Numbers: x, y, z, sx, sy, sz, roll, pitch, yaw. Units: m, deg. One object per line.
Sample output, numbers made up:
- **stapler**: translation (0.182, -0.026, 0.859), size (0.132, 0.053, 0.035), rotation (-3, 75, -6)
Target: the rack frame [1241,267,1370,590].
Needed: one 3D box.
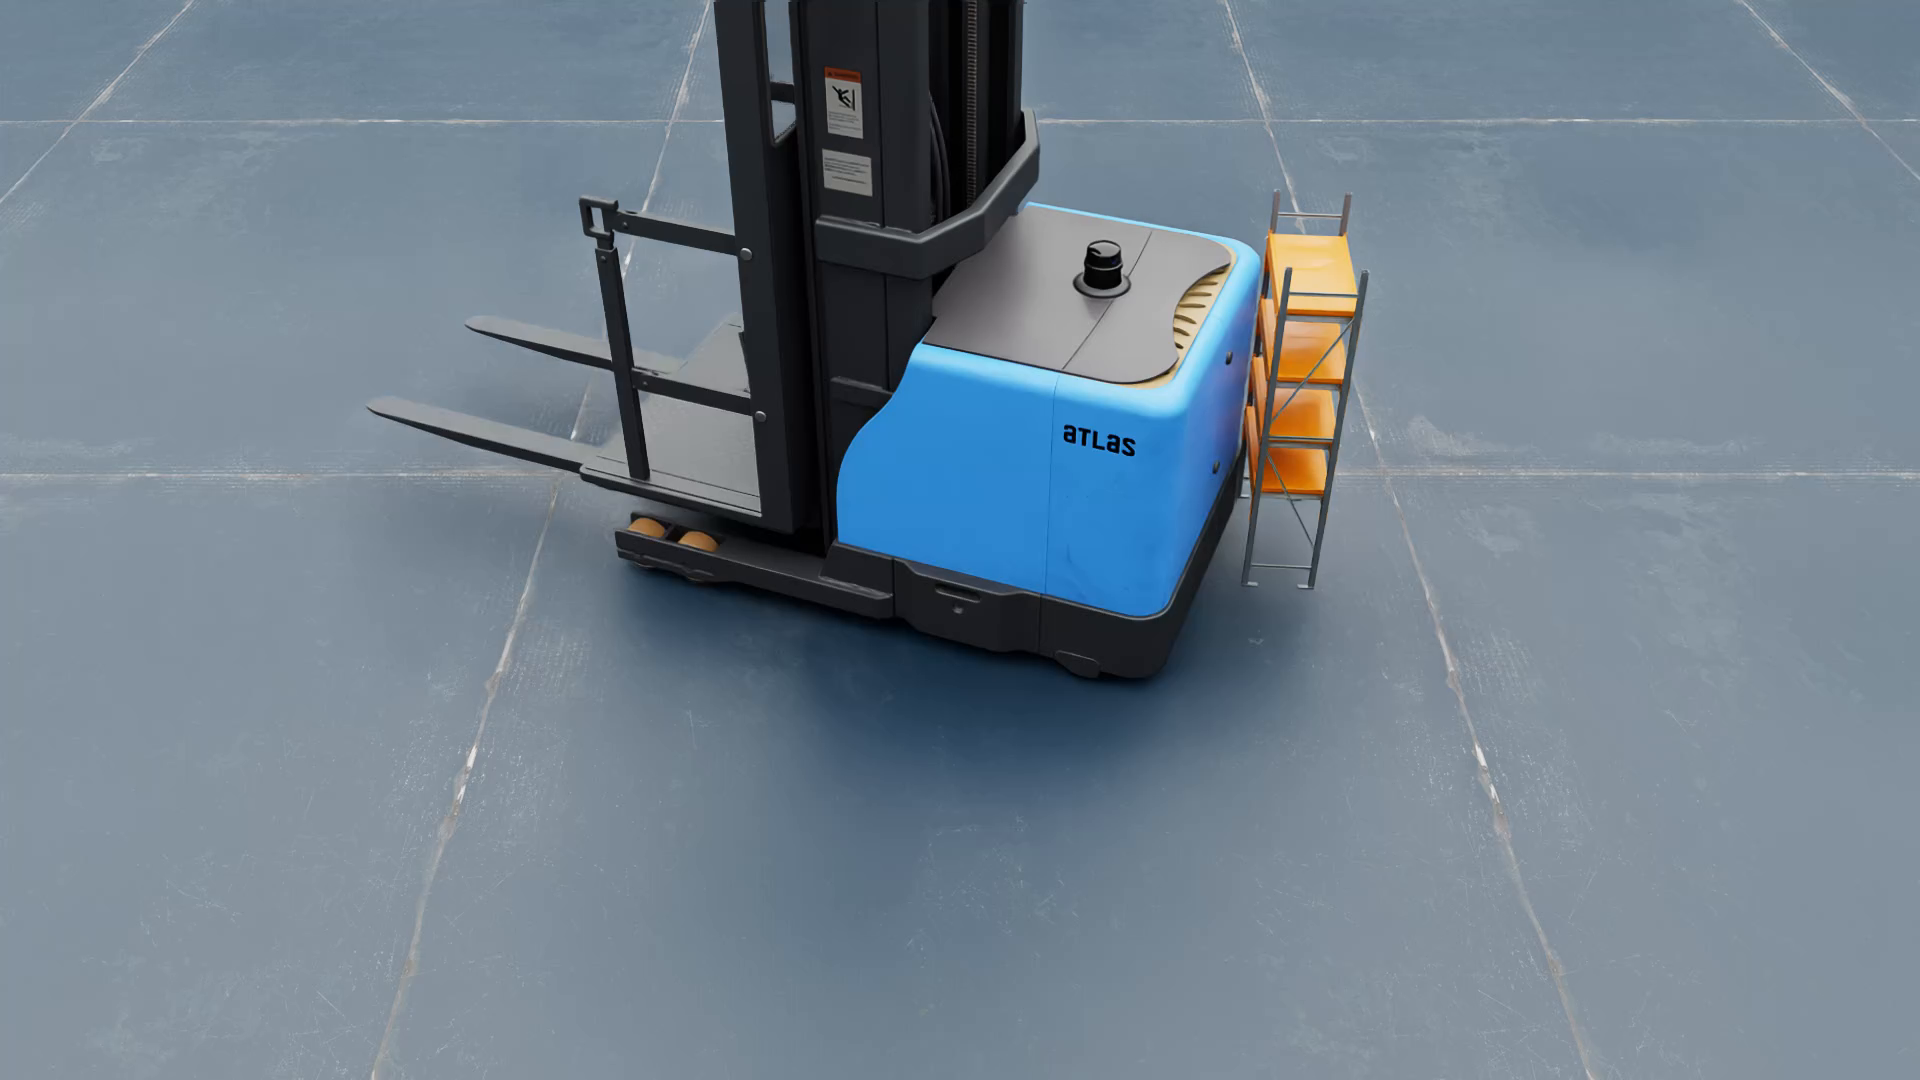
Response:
- **rack frame**: translation (1.062, -0.314, 5.182), size (0.240, 1.200, 0.015), rotation (3, 39, 4)

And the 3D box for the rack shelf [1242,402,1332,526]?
- **rack shelf**: translation (1.081, -0.258, 5.538), size (0.258, 0.148, 0.480), rotation (3, 39, 4)

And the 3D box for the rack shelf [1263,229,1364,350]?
- **rack shelf**: translation (1.082, -0.772, 5.126), size (0.258, 0.148, 0.480), rotation (3, 39, 4)

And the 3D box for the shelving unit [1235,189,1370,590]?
- **shelving unit**: translation (1.082, -0.466, 5.371), size (0.258, 1.200, 0.503), rotation (3, 39, 4)

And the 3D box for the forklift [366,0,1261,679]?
- **forklift**: translation (-0.616, -1.297, 5.024), size (3.031, 2.935, 1.130), rotation (14, 41, 17)

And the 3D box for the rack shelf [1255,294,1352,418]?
- **rack shelf**: translation (1.082, -0.588, 5.274), size (0.258, 0.148, 0.480), rotation (3, 39, 4)

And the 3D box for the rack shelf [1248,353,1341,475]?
- **rack shelf**: translation (1.081, -0.413, 5.414), size (0.258, 0.148, 0.480), rotation (3, 39, 4)

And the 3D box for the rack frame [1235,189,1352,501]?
- **rack frame**: translation (1.101, -0.618, 5.561), size (0.240, 1.200, 0.015), rotation (3, 39, 4)
